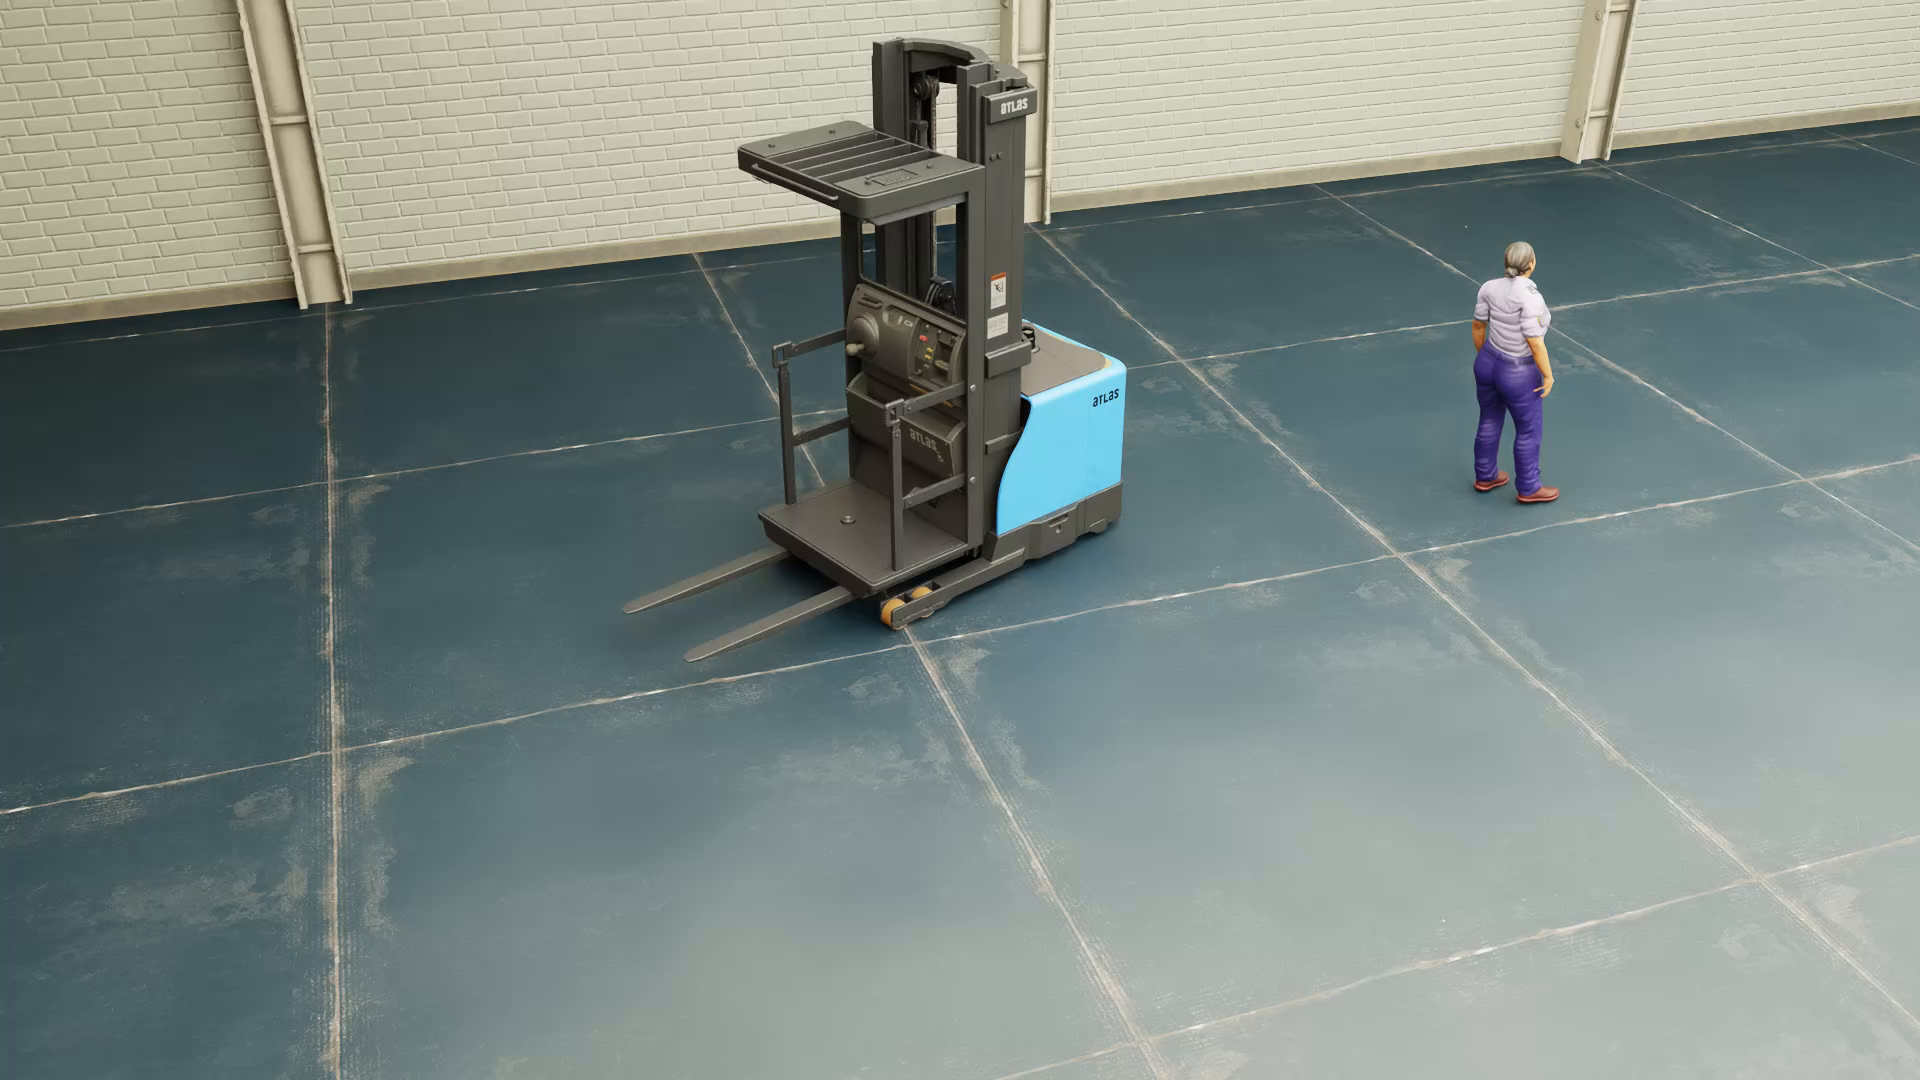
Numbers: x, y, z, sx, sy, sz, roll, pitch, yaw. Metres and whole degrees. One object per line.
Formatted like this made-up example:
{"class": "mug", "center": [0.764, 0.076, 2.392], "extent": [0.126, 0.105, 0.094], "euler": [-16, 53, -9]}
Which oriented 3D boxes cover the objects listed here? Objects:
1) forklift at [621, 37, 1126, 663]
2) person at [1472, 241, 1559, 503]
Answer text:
{"class": "forklift", "center": [-0.461, -1.072, 8.951], "extent": [3.031, 2.935, 1.130], "euler": [-23, 37, -34]}
{"class": "person", "center": [3.433, -1.043, 10.174], "extent": [0.502, 1.650, 0.598], "euler": [-17, 34, -27]}
